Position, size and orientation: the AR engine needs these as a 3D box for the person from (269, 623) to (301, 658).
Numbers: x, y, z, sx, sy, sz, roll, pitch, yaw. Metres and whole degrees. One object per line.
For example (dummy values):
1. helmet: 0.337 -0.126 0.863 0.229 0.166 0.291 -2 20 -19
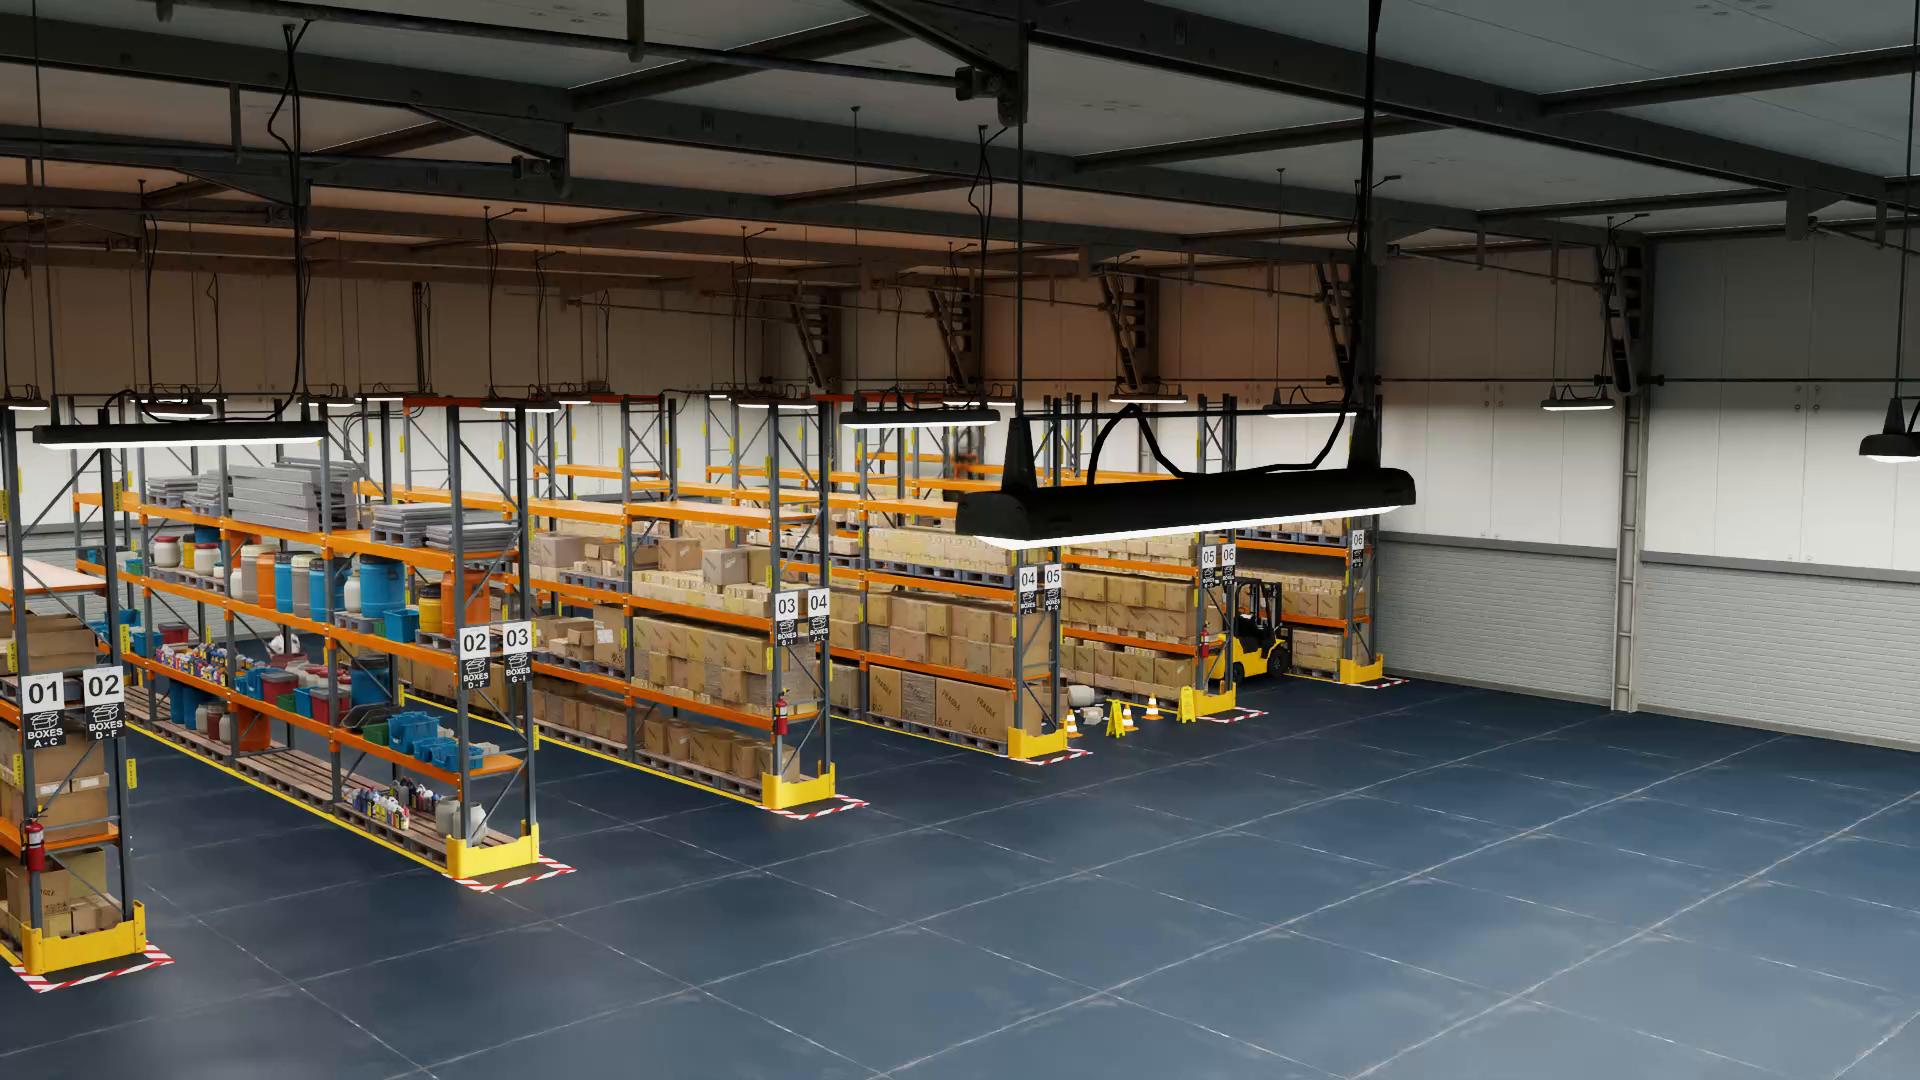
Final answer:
1. person: -12.853 2.402 31.793 0.599 1.743 0.664 5 7 41
